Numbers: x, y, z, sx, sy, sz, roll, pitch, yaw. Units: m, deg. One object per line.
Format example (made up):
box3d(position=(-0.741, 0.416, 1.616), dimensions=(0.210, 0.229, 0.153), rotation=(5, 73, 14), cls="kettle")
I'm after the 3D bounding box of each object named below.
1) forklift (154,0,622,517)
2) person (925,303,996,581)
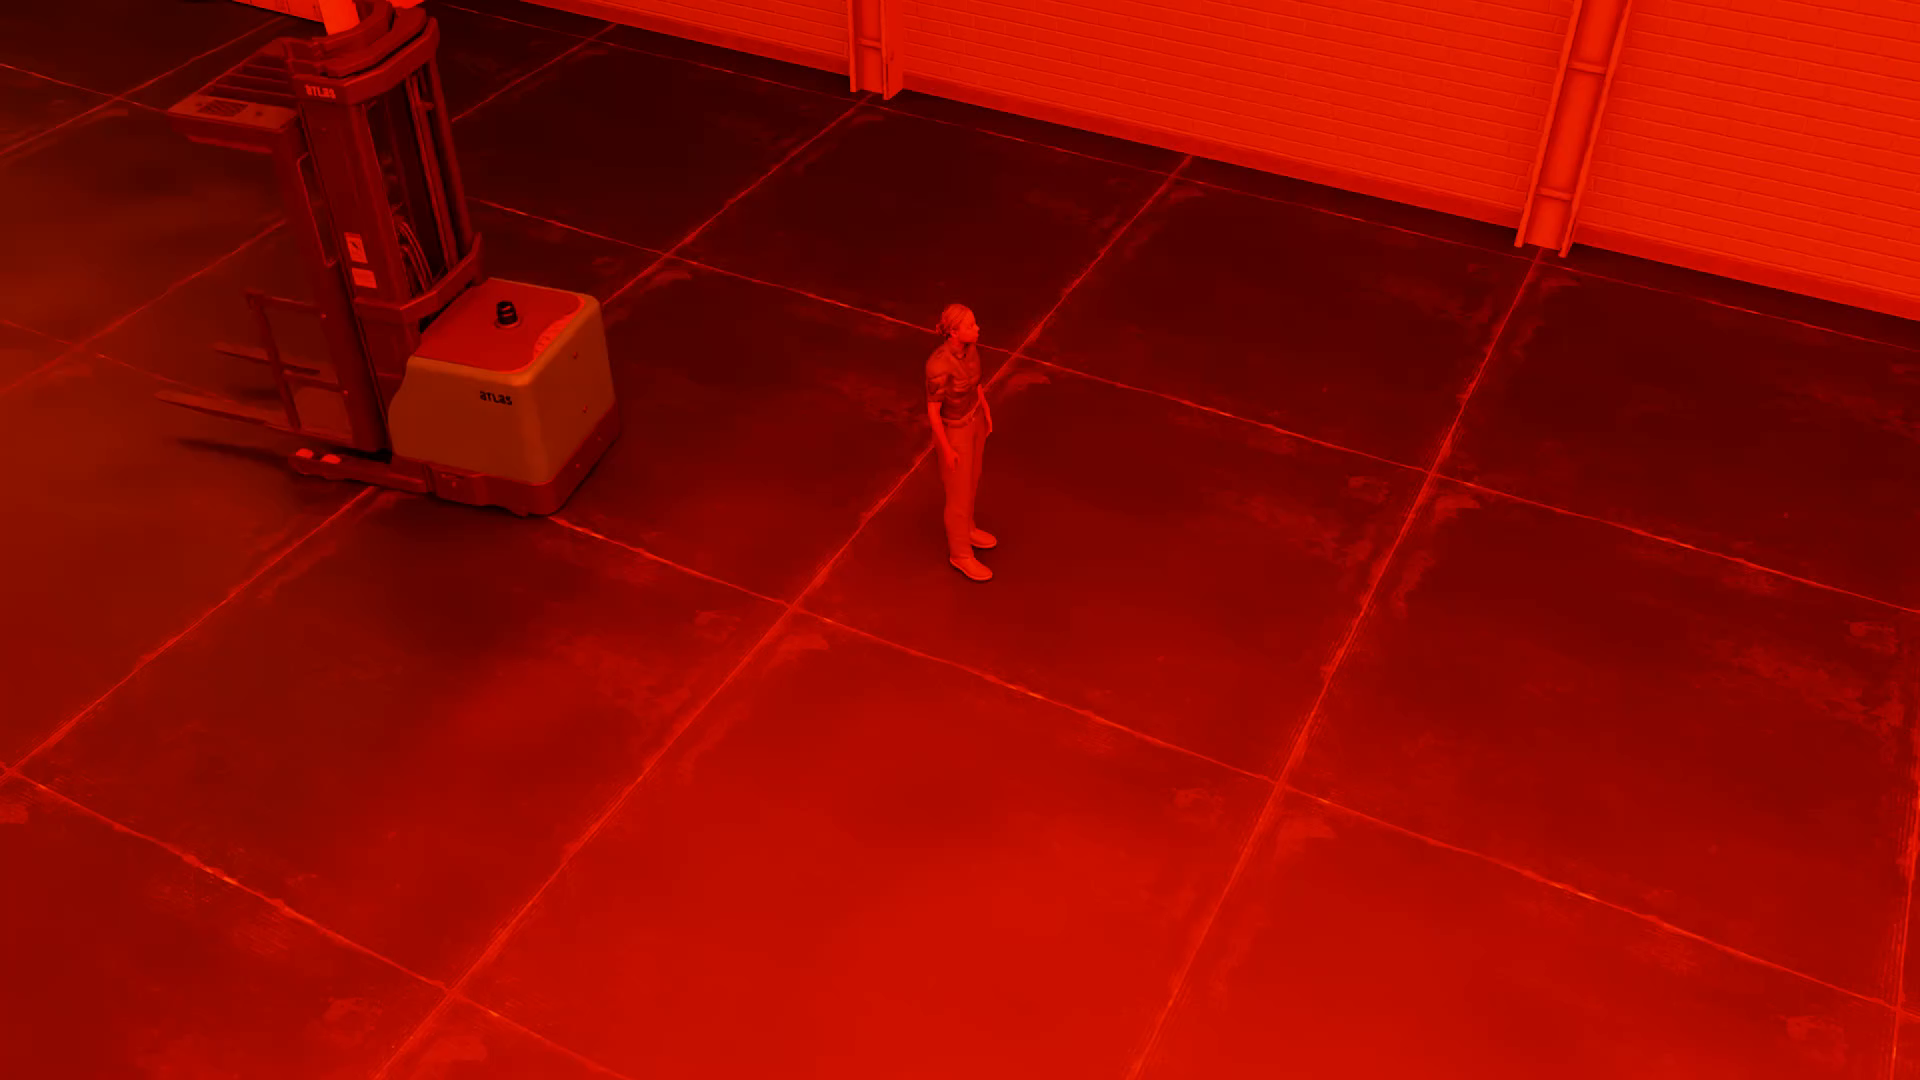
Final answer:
box3d(position=(-3.815, -1.819, 10.146), dimensions=(3.031, 2.935, 1.130), rotation=(11, 41, 13), cls="forklift")
box3d(position=(0.068, -0.601, 9.680), dimensions=(0.504, 1.654, 0.569), rotation=(18, 43, 21), cls="person")
